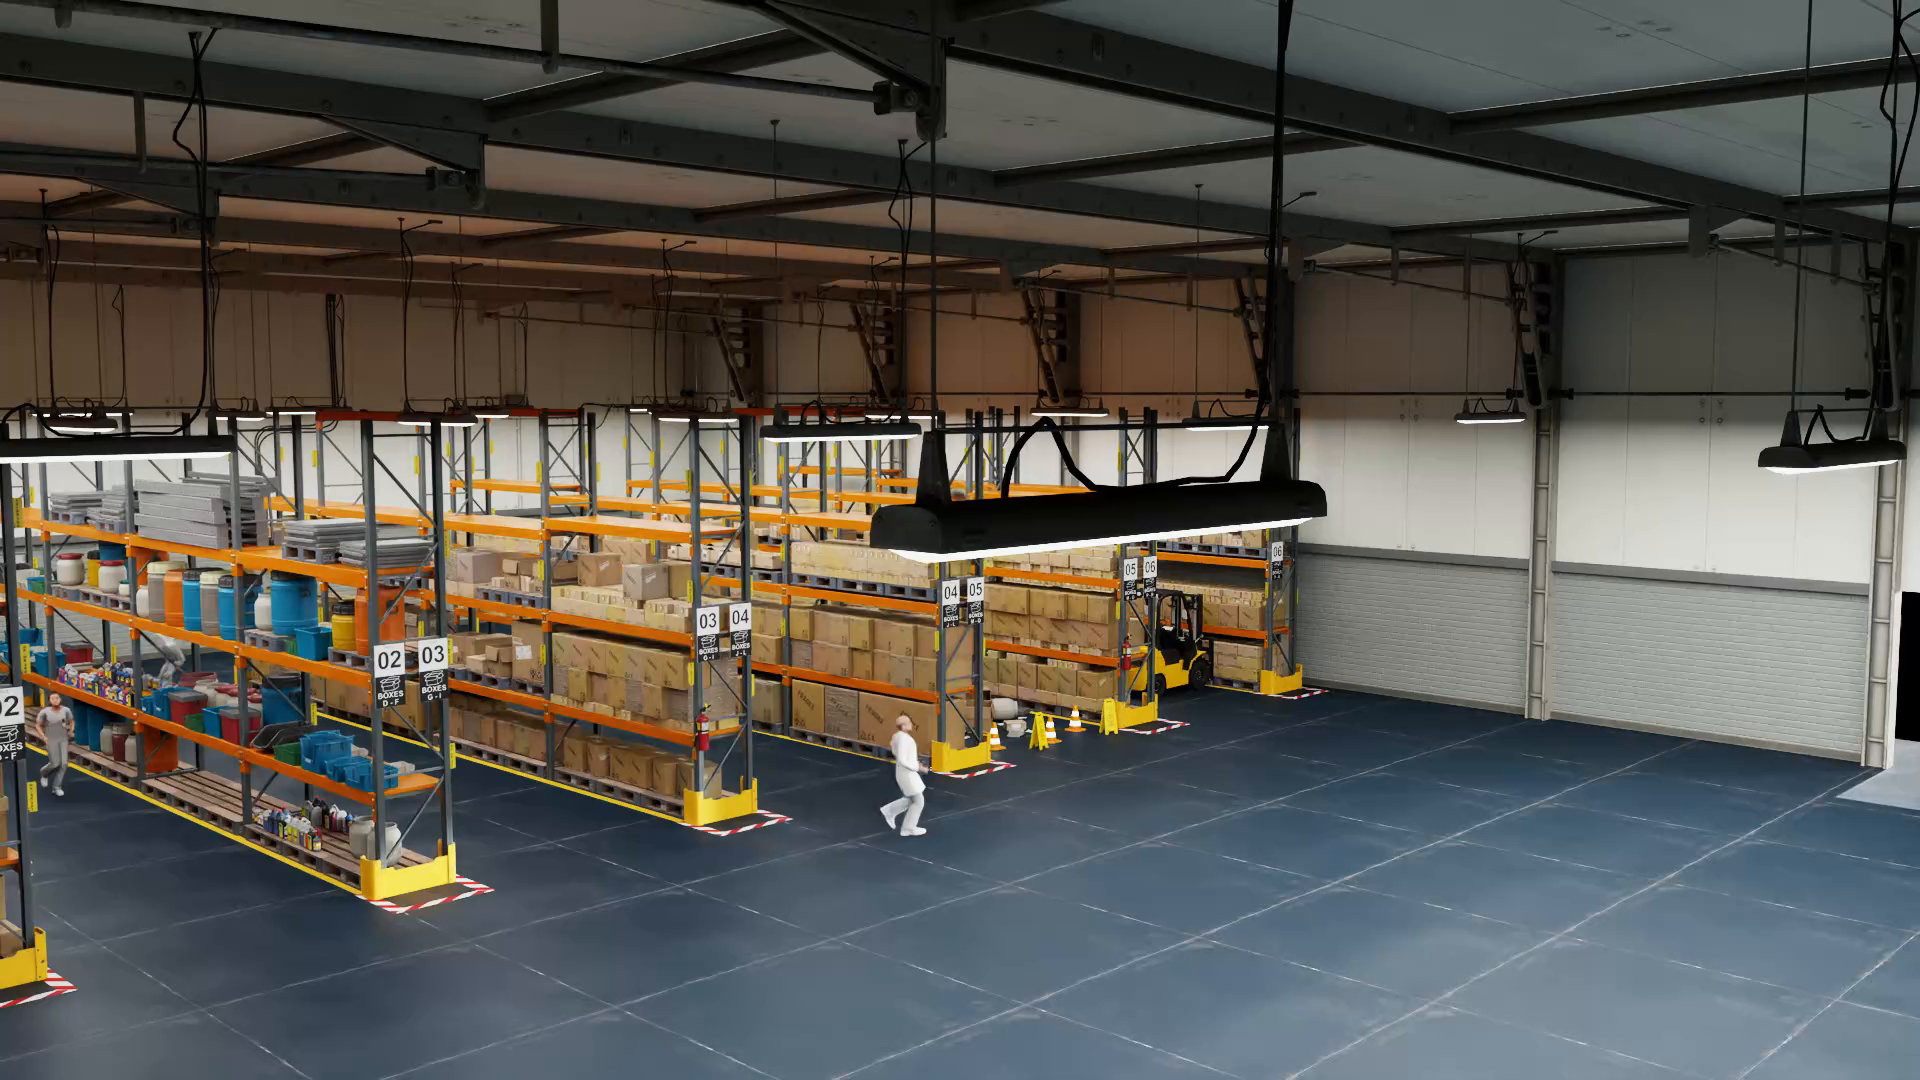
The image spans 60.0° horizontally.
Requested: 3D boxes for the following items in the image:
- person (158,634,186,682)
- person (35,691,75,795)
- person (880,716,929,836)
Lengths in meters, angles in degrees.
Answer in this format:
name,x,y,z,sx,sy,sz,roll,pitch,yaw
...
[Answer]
name,x,y,z,sx,sy,sz,roll,pitch,yaw
person,-17.098,2.295,36.062,0.608,1.660,0.593,-3,6,-33
person,-14.283,3.197,26.301,0.605,1.638,0.560,5,7,45
person,-0.797,3.363,23.745,0.669,1.724,0.707,-1,5,-9
